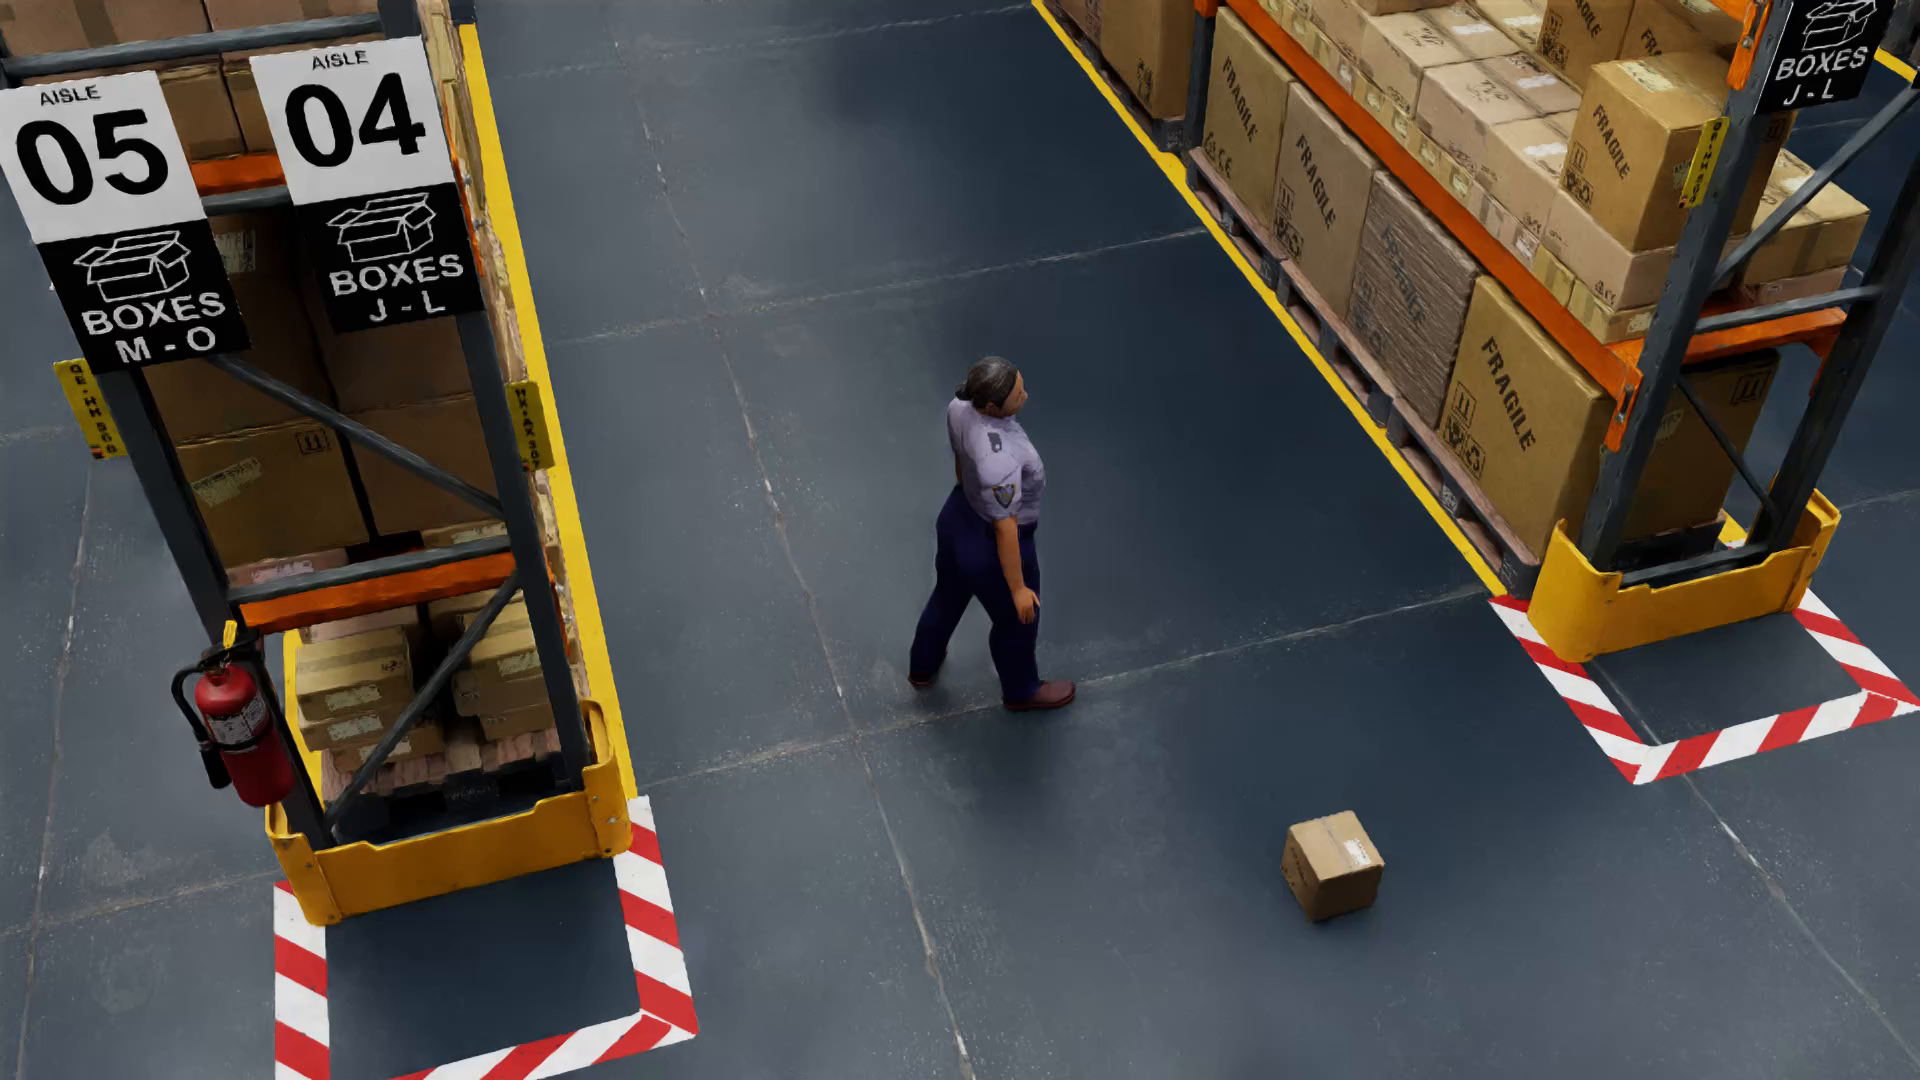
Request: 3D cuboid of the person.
[{"bbox_3d":[0.131,0.002,6.158,0.609,1.634,0.700,-16,45,-16],"label":"person"}]
